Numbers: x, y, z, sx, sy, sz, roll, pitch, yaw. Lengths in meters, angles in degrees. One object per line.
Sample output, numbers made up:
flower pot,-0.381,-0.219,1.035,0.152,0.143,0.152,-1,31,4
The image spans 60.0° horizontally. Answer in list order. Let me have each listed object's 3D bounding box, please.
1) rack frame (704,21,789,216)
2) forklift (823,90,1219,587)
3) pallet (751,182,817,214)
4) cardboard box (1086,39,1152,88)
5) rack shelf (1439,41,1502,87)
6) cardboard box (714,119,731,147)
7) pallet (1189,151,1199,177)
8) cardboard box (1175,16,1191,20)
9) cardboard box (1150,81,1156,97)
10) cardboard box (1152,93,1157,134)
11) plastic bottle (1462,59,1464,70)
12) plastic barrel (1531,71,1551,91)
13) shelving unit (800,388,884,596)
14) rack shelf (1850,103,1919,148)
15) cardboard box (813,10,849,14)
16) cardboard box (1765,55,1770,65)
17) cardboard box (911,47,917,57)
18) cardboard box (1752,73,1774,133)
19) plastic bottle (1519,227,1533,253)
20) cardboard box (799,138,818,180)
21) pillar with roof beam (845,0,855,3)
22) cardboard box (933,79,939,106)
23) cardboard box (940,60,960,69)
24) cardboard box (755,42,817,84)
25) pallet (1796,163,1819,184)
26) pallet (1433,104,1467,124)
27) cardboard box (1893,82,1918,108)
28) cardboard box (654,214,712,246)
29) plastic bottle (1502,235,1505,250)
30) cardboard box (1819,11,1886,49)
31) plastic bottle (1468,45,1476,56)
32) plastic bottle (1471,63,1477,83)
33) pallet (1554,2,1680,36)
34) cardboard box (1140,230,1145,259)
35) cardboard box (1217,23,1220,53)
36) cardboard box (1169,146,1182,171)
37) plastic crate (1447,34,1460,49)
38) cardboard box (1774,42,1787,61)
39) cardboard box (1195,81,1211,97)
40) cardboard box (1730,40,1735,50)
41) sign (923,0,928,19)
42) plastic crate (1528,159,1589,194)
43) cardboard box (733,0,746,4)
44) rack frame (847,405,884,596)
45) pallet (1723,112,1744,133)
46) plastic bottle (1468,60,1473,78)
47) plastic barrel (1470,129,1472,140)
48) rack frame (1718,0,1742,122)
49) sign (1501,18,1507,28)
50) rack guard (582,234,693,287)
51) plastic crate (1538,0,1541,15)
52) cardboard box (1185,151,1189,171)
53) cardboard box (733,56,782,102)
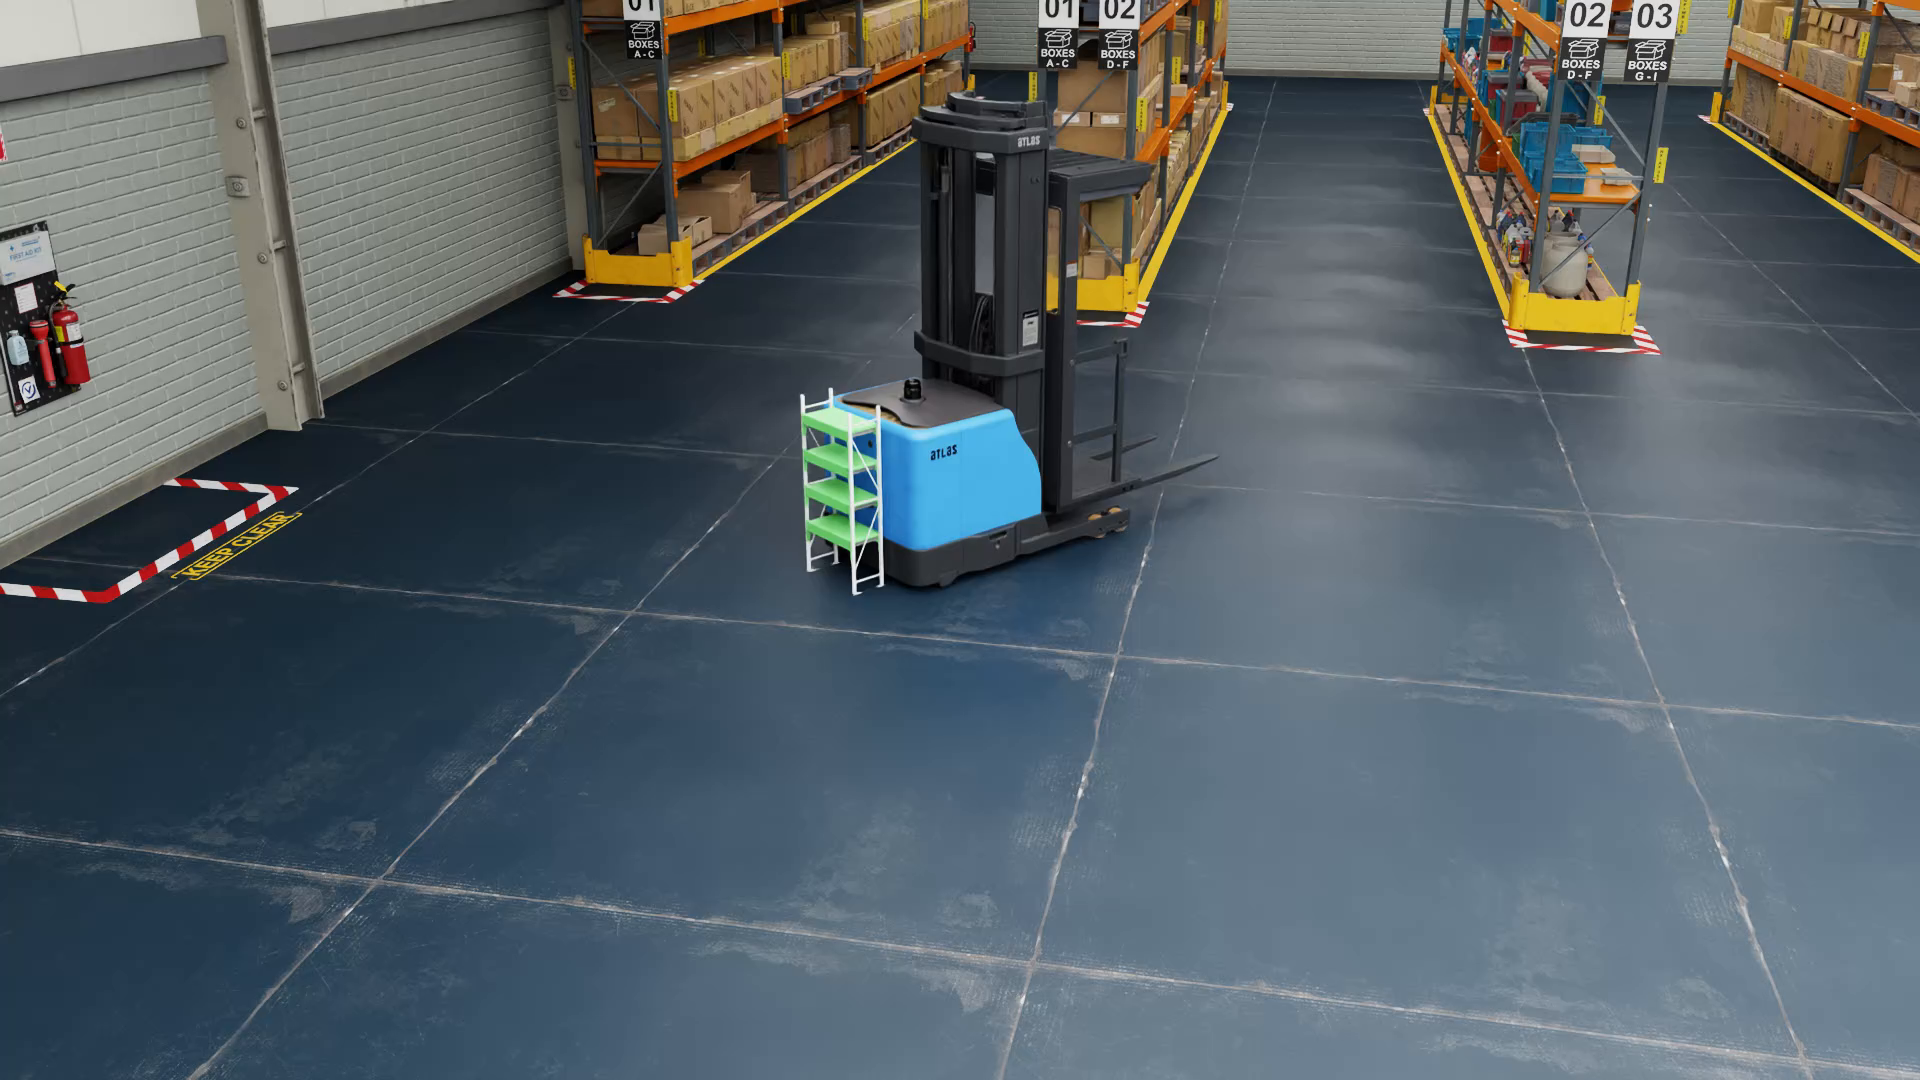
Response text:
rack frame,-2.760,-5.699,21.489,1.000,3.000,0.127,4,22,11
forklift,0.548,-1.501,11.158,3.031,2.935,1.130,-18,28,-37
pallet,-2.602,-4.690,22.717,1.003,0.211,1.213,4,22,11
cardboard box,1.801,-5.440,18.976,0.700,0.500,0.500,4,22,11
rack shelf,8.979,-8.267,28.829,1.077,0.370,4.000,4,22,11
cardboard box,-2.964,-4.707,19.200,0.500,0.250,0.500,4,22,10
pallet,3.096,-5.762,25.379,1.003,0.211,1.213,4,22,11
cardboard box,3.407,-8.334,27.334,0.700,0.500,0.500,-3,22,-7
cardboard box,2.089,-5.272,19.426,0.380,0.149,0.250,4,22,11
cardboard box,2.006,-5.206,20.132,0.700,0.500,0.500,4,22,10
plastic bottle,8.046,-7.584,26.434,0.097,0.201,0.097,0,22,0
plastic barrel,7.587,-5.767,21.475,0.433,0.535,0.433,0,22,0
shelving unit,-0.743,-0.306,10.507,0.258,1.200,0.503,-18,28,-37
rack shelf,12.196,-4.964,20.627,1.077,0.370,4.000,4,22,11
cardboard box,-1.996,-8.078,25.834,0.500,0.250,0.500,4,22,9
cardboard box,13.319,-7.794,27.027,0.380,0.149,0.250,5,22,12
cardboard box,-0.948,-8.278,28.203,0.380,0.149,0.250,5,22,12
cardboard box,13.817,-7.266,27.661,0.875,0.875,0.875,4,22,11
plastic bottle,6.393,-3.394,18.823,0.152,0.276,0.135,4,22,11
cardboard box,-2.426,-5.390,23.480,0.700,0.500,0.500,5,22,12
pillar with roof beam,2.383,-11.401,27.617,9.100,9.000,0.400,4,22,11
cardboard box,-0.769,-8.109,30.257,0.700,0.500,0.500,4,22,10
cardboard box,-0.204,-9.099,31.848,0.380,0.149,0.250,4,22,10
cardboard box,-2.398,-6.580,22.954,0.700,0.500,0.500,8,23,18
pallet,13.089,-5.463,24.636,1.003,0.211,1.213,4,22,11
pallet,9.181,-7.740,30.290,1.003,0.211,1.213,4,22,11
cardboard box,12.037,-5.559,20.780,0.500,0.250,0.500,4,22,9
cardboard box,-3.230,-3.648,19.406,0.500,0.311,0.500,6,23,15
plastic bottle,6.249,-3.416,18.976,0.097,0.201,0.097,0,22,0
cardboard box,13.146,-7.519,24.532,0.797,0.503,0.637,5,22,12
plastic bottle,8.174,-7.728,26.593,0.144,0.351,0.185,4,22,11
plastic bottle,7.653,-6.951,24.754,0.061,0.283,0.133,4,22,11
pallet,6.387,-5.080,16.189,1.003,0.211,1.213,4,22,11
cardboard box,1.802,-3.324,18.711,0.500,0.250,0.500,4,22,11
cardboard box,4.195,-8.648,28.678,0.500,0.500,0.500,5,22,12
cardboard box,2.731,-5.197,22.610,0.500,0.311,0.500,5,22,12
plastic crate,8.746,-8.736,29.173,0.416,0.233,0.300,4,22,11
cardboard box,13.253,-7.742,26.364,0.500,0.250,0.500,4,22,10
cardboard box,4.101,-7.982,29.911,0.797,0.503,0.637,4,22,11
cardboard box,13.841,-8.734,29.360,0.380,0.149,0.250,5,22,12
sign,-0.594,-9.087,28.458,0.100,0.325,0.005,4,22,11
plastic crate,5.932,-3.618,16.520,0.499,0.251,0.616,4,22,11
cardboard box,-2.813,-6.553,19.434,0.500,0.500,0.500,4,22,9
rack frame,-0.585,-0.237,10.335,0.240,1.200,0.015,-18,28,-37
pallet,14.150,-7.363,29.353,1.003,0.211,1.213,4,22,11
plastic bottle,7.797,-7.170,25.314,0.097,0.271,0.097,0,22,0
plastic barrel,8.096,-6.254,25.635,0.421,0.512,0.421,0,22,0
rack frame,14.236,-8.955,29.573,1.000,3.000,0.127,4,22,11
sign,9.929,-9.372,30.391,0.100,0.325,0.005,4,22,11
rack guard,-3.561,-3.104,18.393,1.175,0.500,0.348,4,22,11
plastic crate,6.350,-5.681,17.712,0.336,0.188,0.450,4,22,11
cardboard box,3.038,-5.494,24.098,0.500,0.250,0.500,5,22,12
cardboard box,-2.554,-5.790,20.885,0.500,0.500,0.500,4,22,11
